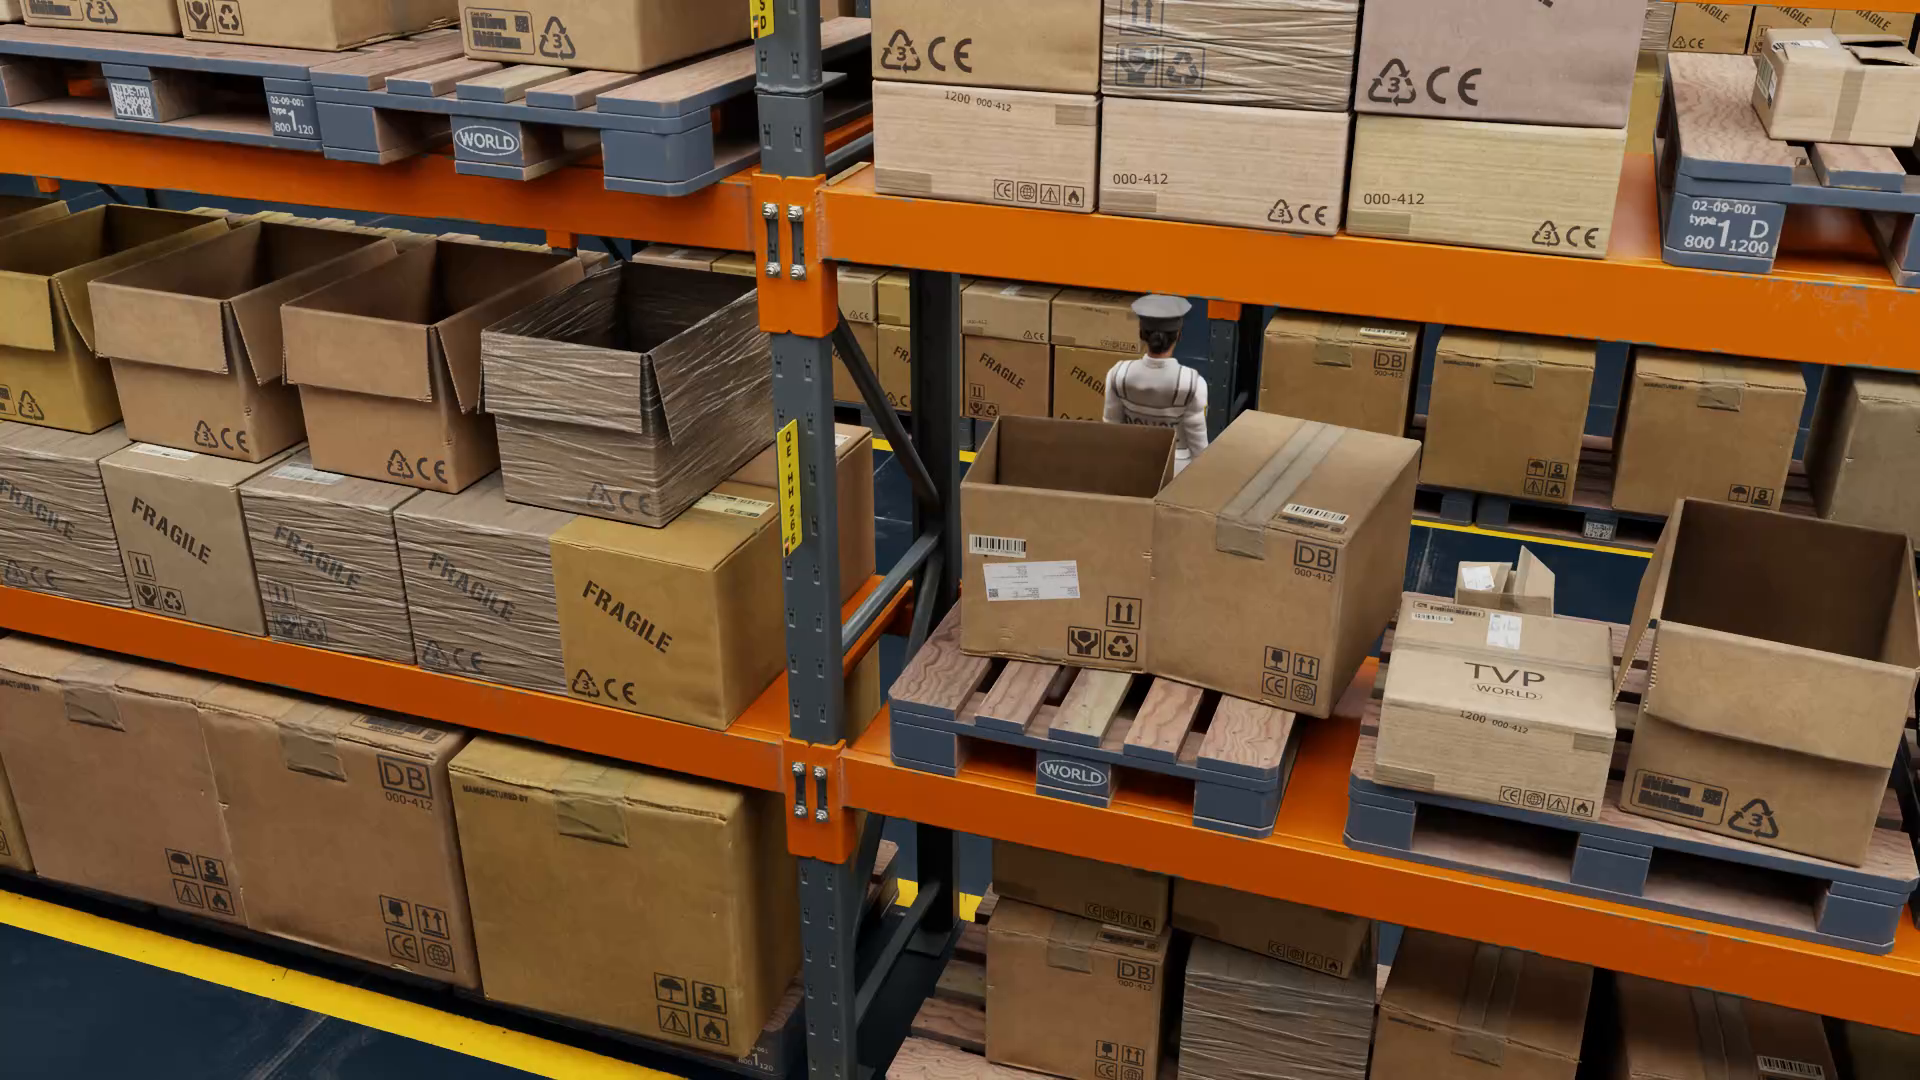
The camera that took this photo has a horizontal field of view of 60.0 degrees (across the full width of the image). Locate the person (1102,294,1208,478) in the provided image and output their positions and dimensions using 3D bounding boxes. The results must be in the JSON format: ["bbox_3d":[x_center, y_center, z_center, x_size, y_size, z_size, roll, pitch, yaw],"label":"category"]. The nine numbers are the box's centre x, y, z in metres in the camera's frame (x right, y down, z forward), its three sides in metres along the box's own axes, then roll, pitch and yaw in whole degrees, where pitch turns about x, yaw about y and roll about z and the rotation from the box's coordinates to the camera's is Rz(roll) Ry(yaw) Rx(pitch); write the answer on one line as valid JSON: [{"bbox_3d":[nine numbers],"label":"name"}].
[{"bbox_3d":[0.822,-0.230,7.098,0.469,1.664,0.328,9,27,18],"label":"person"}]
